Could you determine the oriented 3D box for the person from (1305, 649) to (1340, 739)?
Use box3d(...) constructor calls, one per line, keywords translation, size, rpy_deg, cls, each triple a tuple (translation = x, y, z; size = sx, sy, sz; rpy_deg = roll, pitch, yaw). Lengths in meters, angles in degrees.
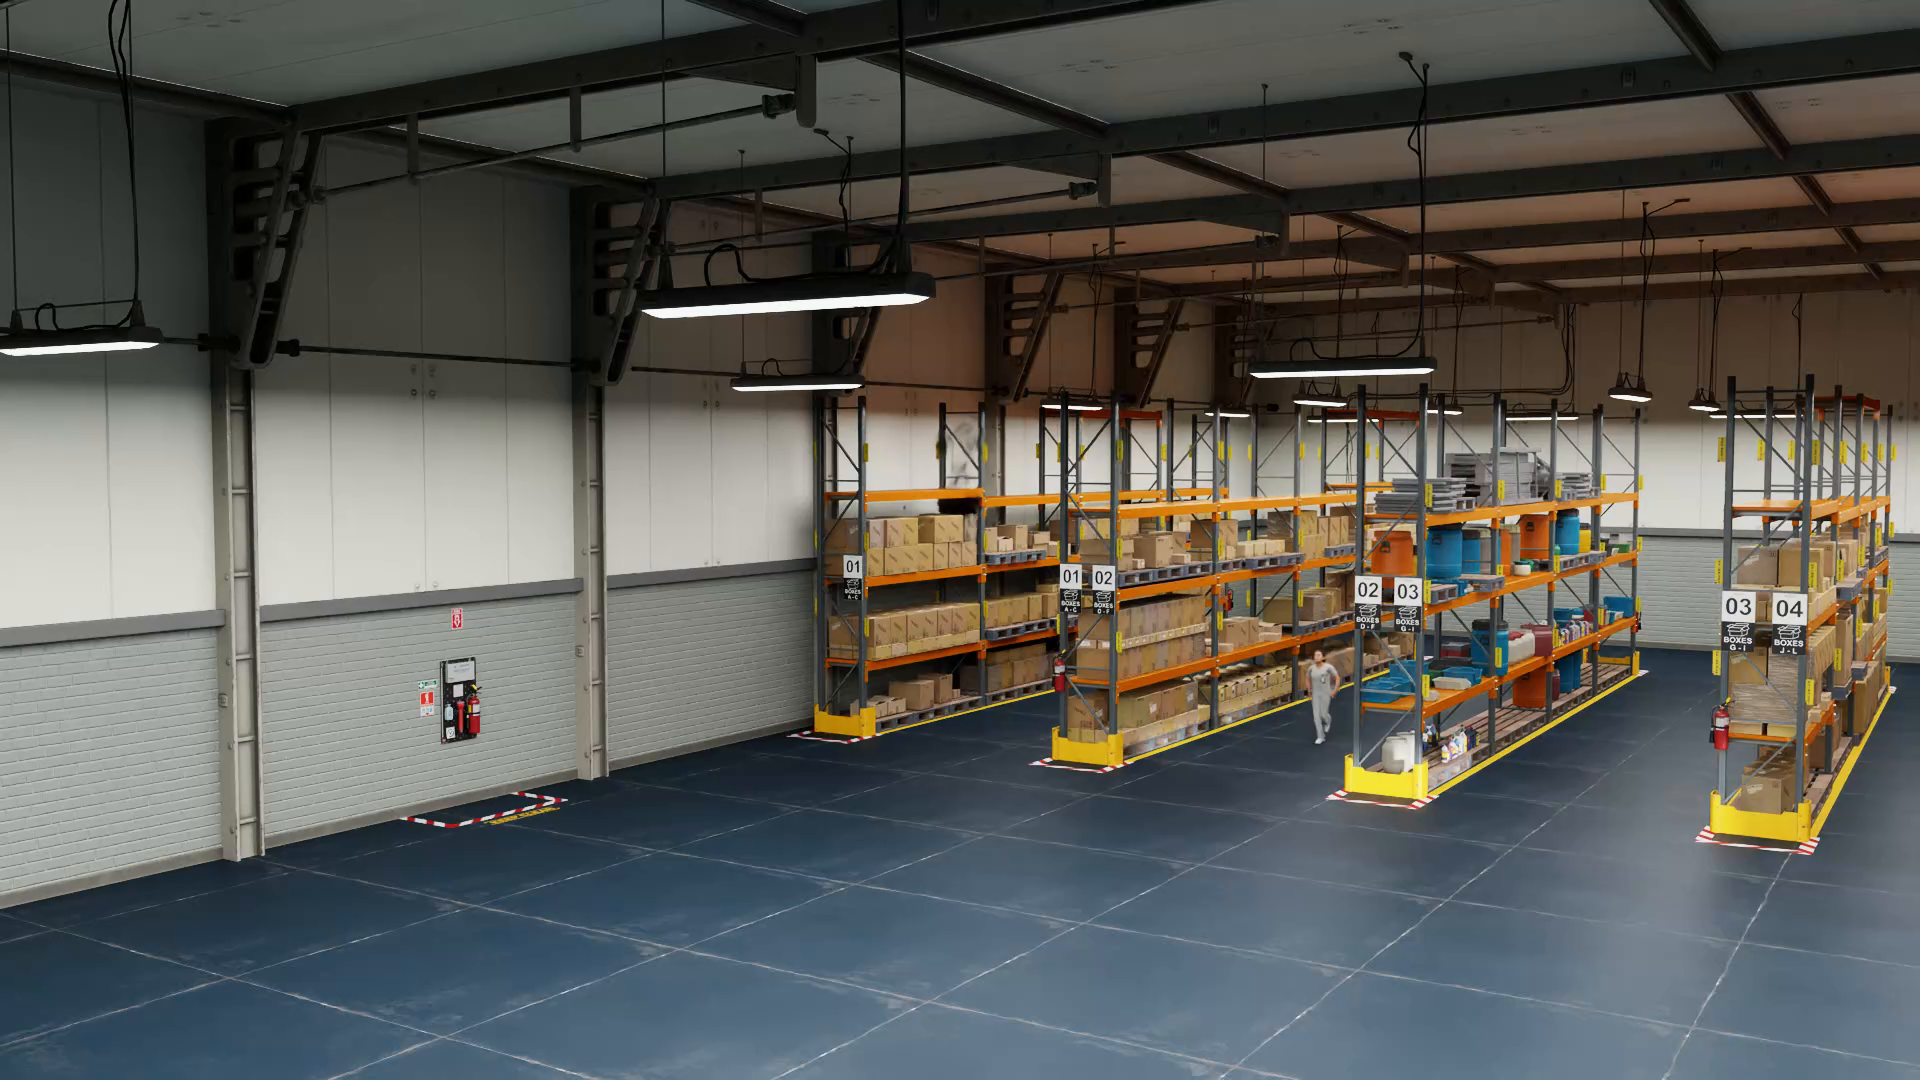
box3d(translation=(6.222, 2.660, 28.644), size=(0.579, 1.572, 0.578), rpy_deg=(2, 3, 30), cls="person")
